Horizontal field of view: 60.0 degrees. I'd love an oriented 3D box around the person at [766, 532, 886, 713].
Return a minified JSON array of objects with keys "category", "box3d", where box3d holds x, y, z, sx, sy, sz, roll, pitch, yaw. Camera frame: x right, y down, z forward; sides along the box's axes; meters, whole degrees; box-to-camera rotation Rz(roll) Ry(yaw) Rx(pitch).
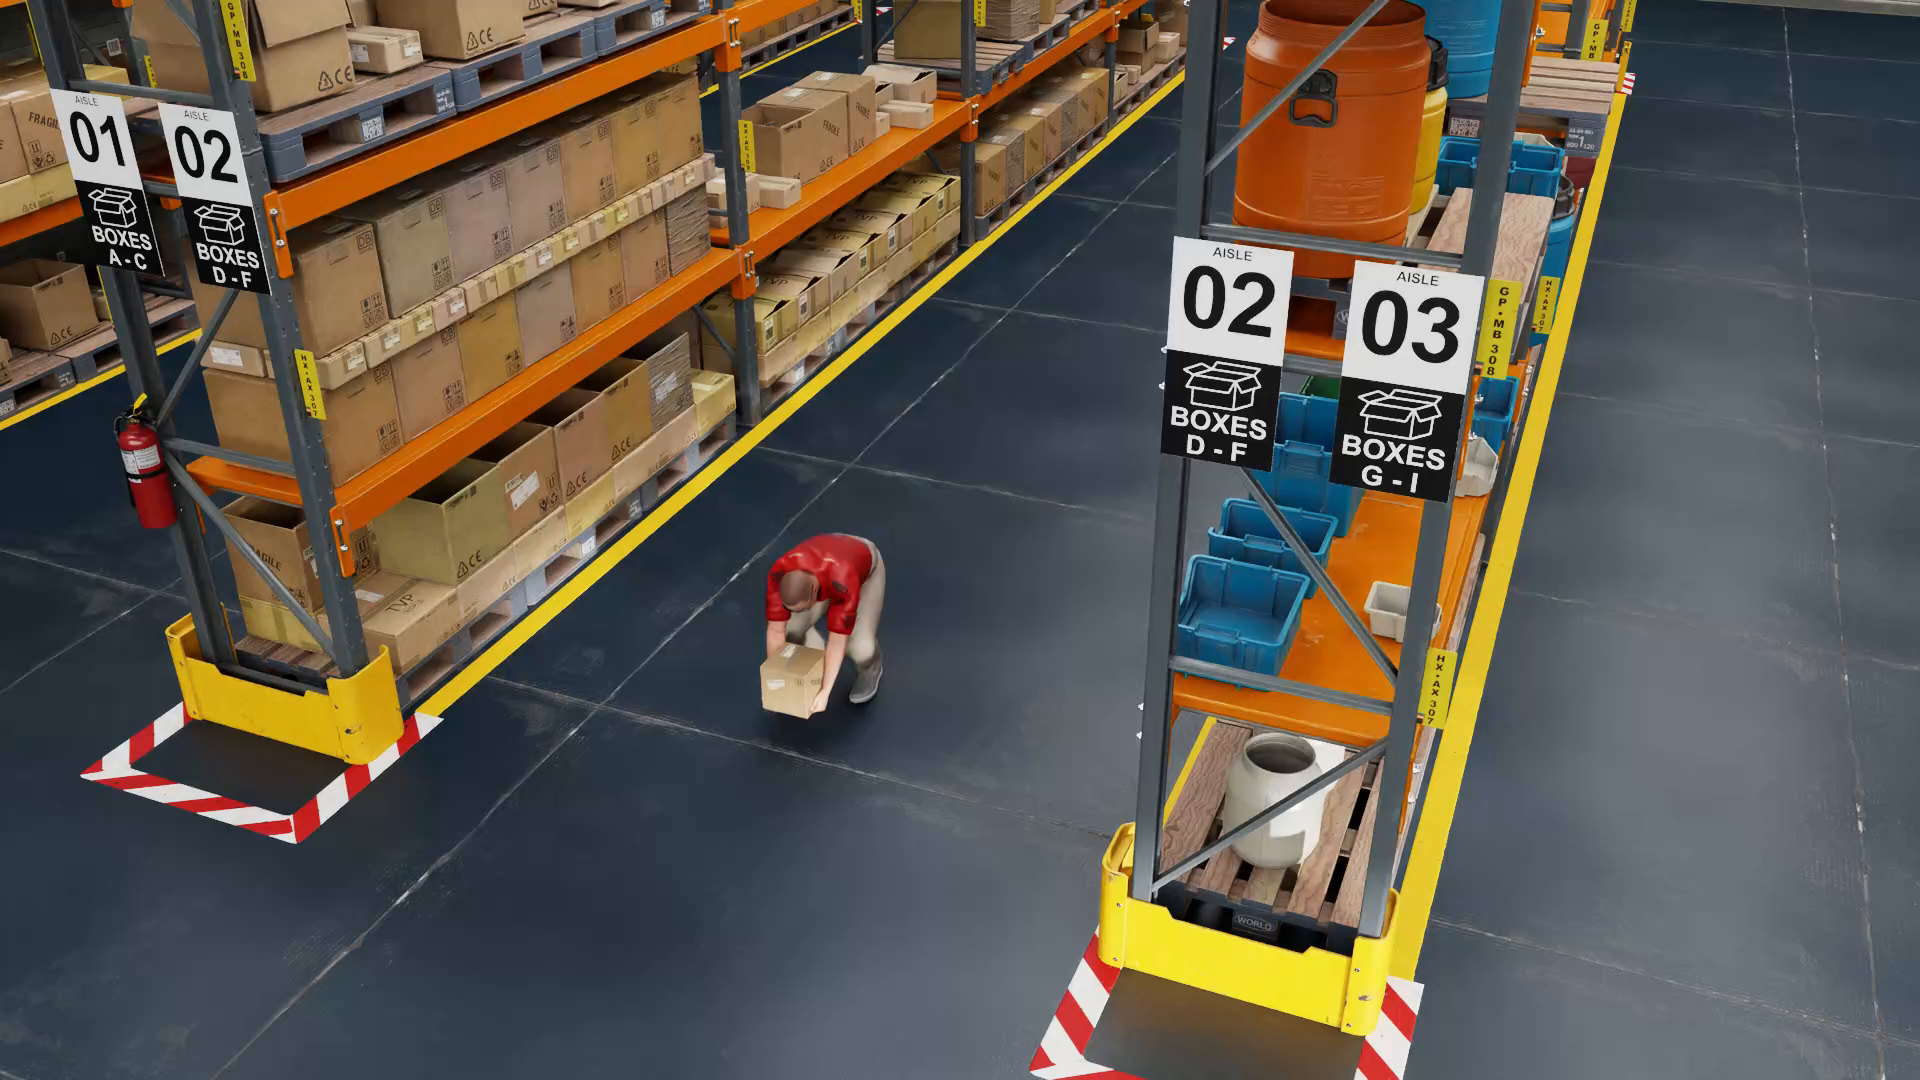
[{"category":"person","box3d":[-0.681,0.404,8.471,0.542,0.976,0.920,10,31,17]}]
